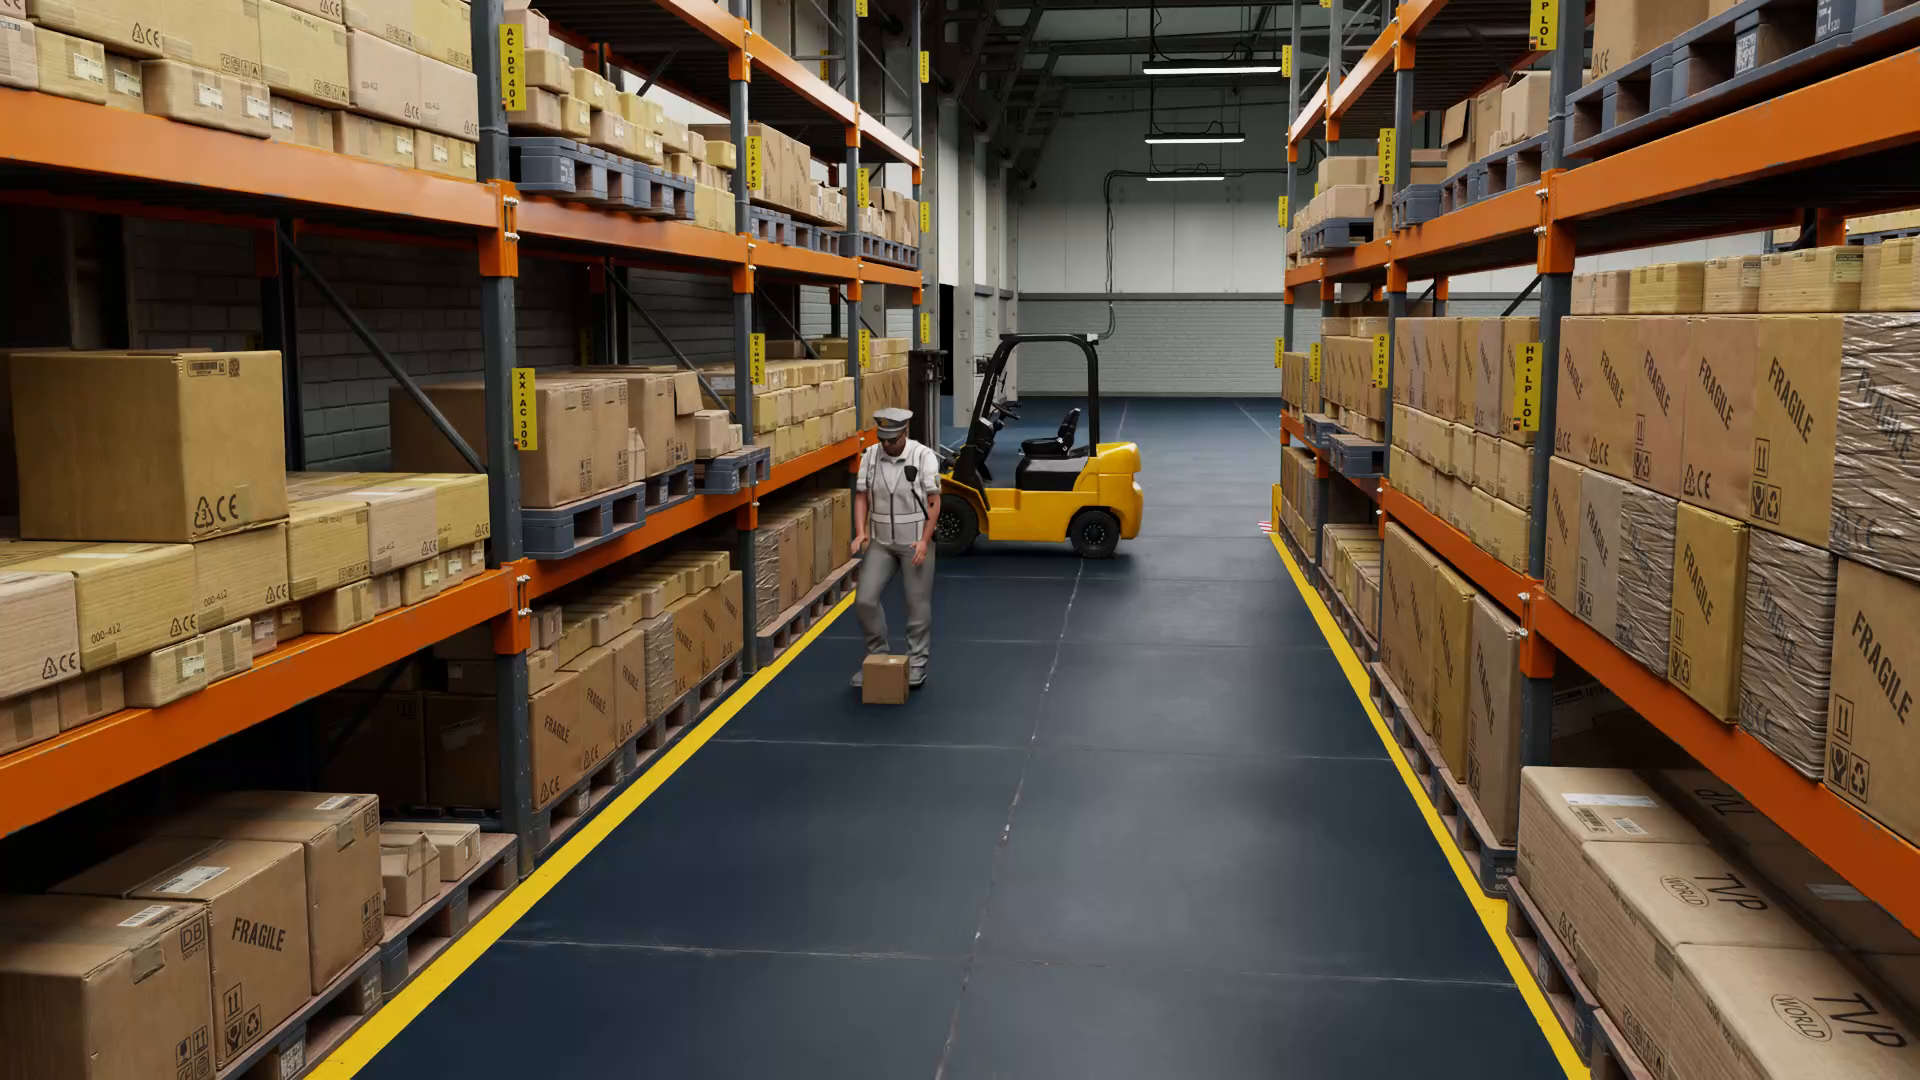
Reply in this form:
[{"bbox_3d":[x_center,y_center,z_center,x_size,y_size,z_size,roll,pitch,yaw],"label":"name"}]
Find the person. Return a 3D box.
[{"bbox_3d":[-0.459,0.053,10.393,0.463,1.759,0.399,2,8,16],"label":"person"}]
